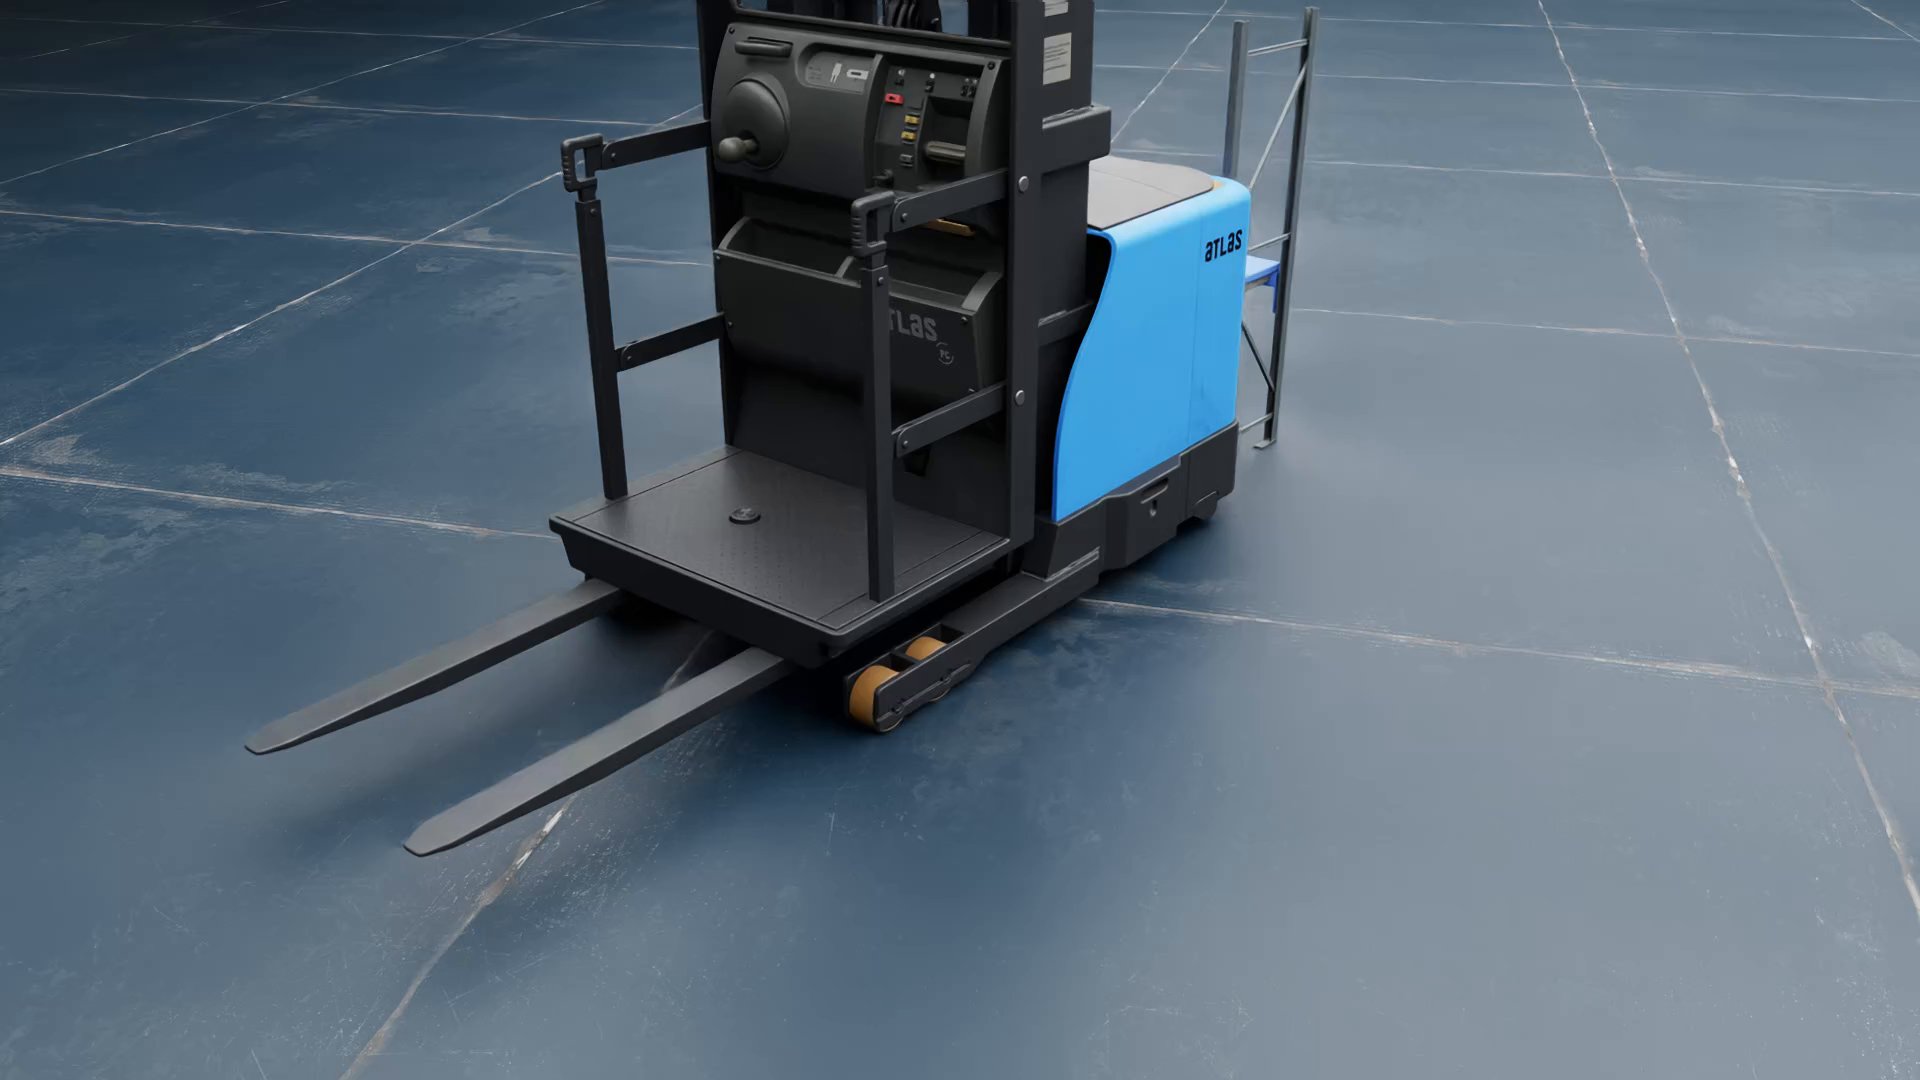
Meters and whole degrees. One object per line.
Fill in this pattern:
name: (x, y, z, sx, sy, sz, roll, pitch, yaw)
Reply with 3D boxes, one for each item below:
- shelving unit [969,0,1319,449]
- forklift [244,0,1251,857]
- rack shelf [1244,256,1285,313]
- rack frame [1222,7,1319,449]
shelving unit: (0.587, -1.100, 5.803, 1.048, 1.500, 0.538, 19, 30, 34)
forklift: (-0.415, -1.077, 4.103, 1.130, 2.935, 3.031, 19, 31, 34)
rack shelf: (0.584, -0.936, 5.878, 1.000, 0.185, 0.538, 19, 30, 34)
rack frame: (0.986, -0.965, 5.519, 0.032, 1.500, 0.500, 19, 30, 34)
